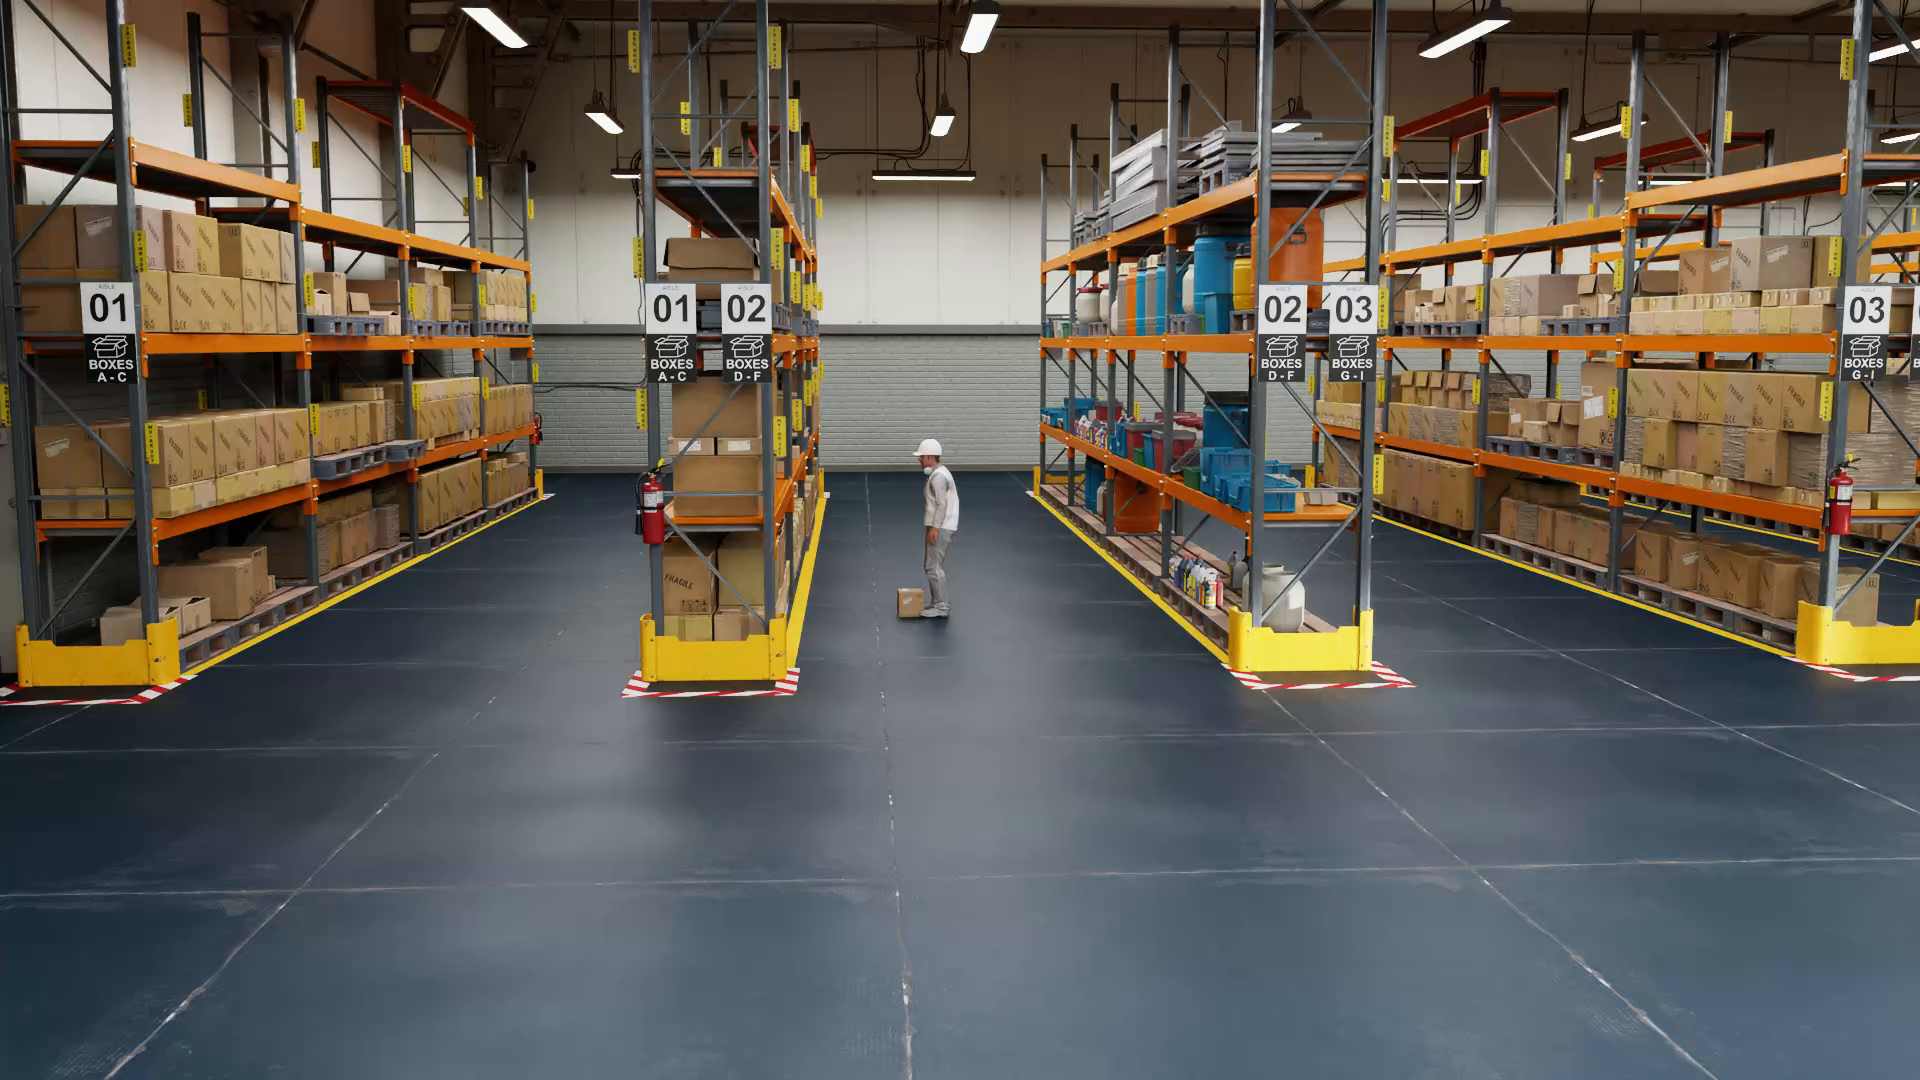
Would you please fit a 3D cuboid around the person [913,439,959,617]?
[{"bbox_3d":[-0.240,-0.126,16.698,0.462,1.768,0.580,0,7,-3],"label":"person"}]
